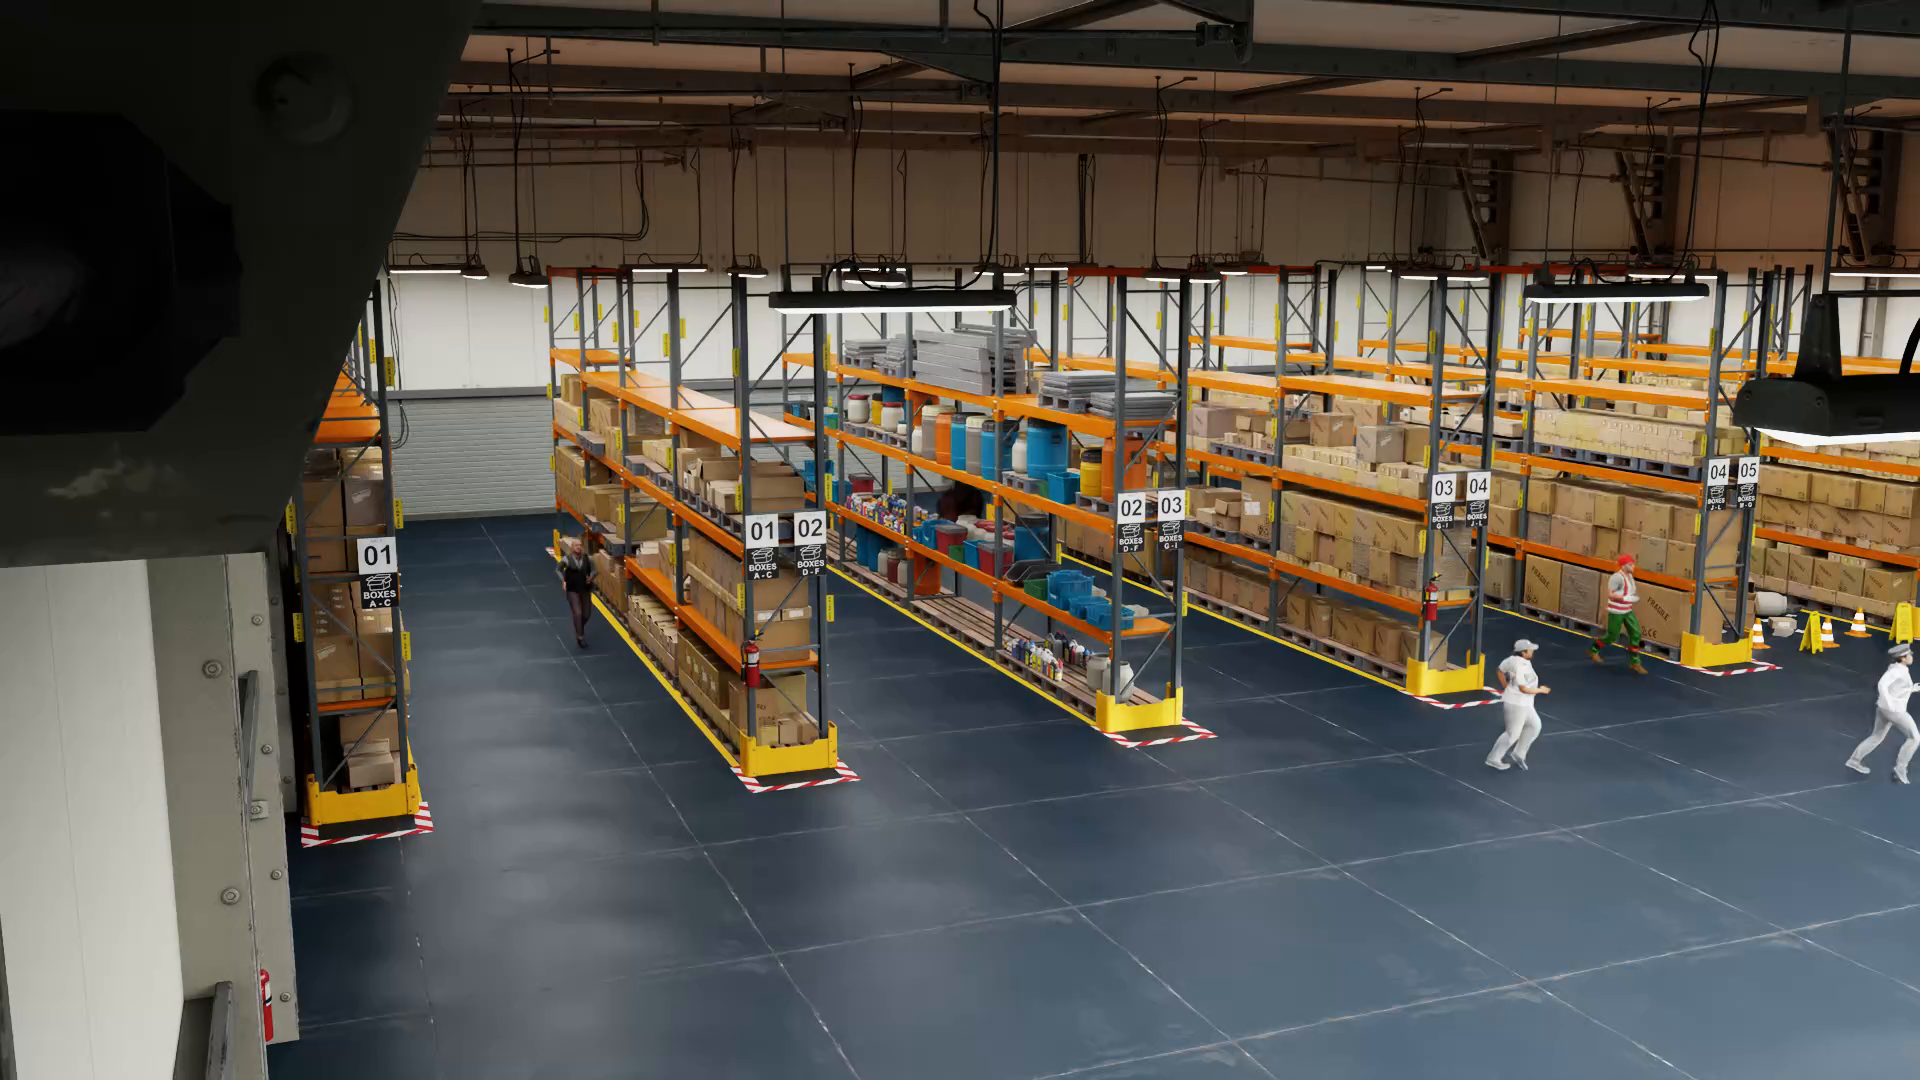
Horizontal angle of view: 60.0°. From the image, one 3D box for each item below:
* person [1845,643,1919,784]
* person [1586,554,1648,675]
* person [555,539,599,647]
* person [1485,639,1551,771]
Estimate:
[{"bbox_3d":[11.132,2.080,19.984,0.792,1.748,0.590,2,10,13],"label":"person"},{"bbox_3d":[9.995,1.094,25.216,0.688,1.797,0.962,-8,13,-38],"label":"person"},{"bbox_3d":[-6.173,0.833,26.919,0.676,1.710,0.802,-5,11,-27],"label":"person"},{"bbox_3d":[6.812,2.035,20.277,0.708,1.698,0.590,3,10,15],"label":"person"}]
